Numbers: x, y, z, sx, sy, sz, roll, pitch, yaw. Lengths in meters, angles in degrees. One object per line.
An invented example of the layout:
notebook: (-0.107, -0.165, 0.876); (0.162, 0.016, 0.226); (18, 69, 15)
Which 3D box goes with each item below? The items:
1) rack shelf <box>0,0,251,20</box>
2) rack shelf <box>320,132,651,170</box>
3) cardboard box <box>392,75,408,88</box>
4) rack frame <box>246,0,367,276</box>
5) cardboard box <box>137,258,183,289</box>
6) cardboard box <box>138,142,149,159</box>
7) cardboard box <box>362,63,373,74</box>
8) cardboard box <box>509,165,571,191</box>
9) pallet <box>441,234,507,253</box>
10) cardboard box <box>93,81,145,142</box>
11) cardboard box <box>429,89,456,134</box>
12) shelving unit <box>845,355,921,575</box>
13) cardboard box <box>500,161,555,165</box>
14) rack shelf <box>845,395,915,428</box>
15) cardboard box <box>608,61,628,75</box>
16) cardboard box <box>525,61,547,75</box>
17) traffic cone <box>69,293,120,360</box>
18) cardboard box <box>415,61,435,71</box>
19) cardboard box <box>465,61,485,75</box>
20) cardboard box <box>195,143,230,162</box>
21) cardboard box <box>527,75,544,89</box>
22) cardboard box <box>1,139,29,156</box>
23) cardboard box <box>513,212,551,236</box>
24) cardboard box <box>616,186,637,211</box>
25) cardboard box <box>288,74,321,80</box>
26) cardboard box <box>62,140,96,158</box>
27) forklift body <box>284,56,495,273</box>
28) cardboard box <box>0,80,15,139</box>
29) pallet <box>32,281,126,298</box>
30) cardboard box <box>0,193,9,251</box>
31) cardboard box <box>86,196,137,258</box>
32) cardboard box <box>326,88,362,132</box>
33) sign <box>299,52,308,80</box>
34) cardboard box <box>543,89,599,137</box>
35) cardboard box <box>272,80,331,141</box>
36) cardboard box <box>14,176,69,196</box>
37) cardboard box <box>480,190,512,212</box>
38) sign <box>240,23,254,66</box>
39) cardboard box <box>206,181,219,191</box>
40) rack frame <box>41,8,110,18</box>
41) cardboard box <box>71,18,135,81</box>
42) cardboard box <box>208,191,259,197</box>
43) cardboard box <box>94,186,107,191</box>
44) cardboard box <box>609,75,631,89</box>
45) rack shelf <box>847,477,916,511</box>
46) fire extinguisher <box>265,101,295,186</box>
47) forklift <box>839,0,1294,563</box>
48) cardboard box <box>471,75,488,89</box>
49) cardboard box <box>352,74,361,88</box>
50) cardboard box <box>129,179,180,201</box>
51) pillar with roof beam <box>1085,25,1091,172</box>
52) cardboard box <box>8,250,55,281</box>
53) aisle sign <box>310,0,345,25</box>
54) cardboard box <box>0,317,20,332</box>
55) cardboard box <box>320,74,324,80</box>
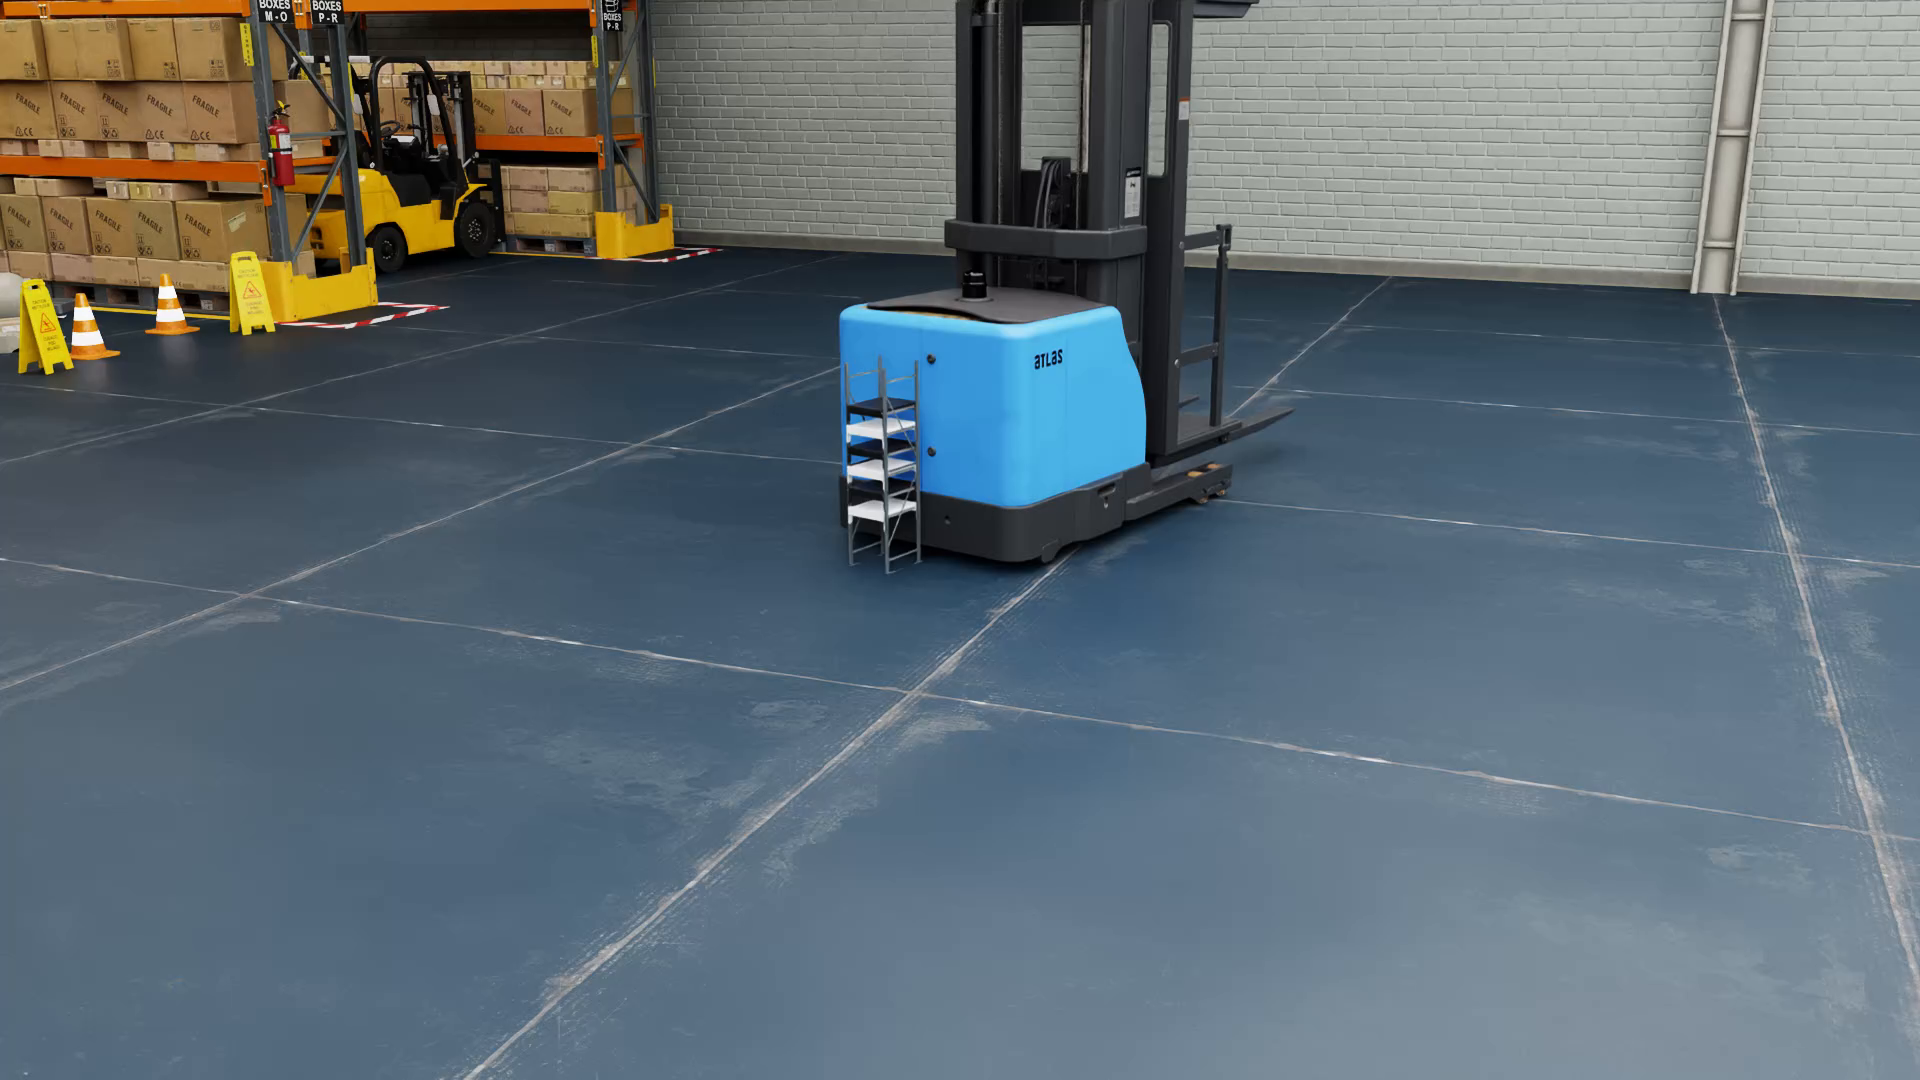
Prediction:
rack shelf: (-7.385, -4.727, 14.485); (4.000, 0.370, 1.077); (6, 17, 21)
rack shelf: (-5.567, -4.574, 19.339); (4.000, 0.370, 1.077); (6, 17, 21)
cardboard box: (-6.288, -5.265, 19.088); (0.250, 0.149, 0.380); (6, 17, 20)
rack frame: (-5.524, -3.427, 14.098); (0.127, 3.000, 1.000); (6, 17, 21)
cardboard box: (-6.854, -2.376, 14.657); (0.500, 0.250, 0.500); (6, 17, 21)
cardboard box: (-6.895, -3.399, 14.453); (0.250, 0.149, 0.380); (7, 17, 21)
cardboard box: (-6.723, -5.490, 19.327); (0.250, 0.149, 0.380); (6, 17, 20)
cardboard box: (-4.727, -4.093, 18.777); (0.500, 0.250, 0.500); (7, 17, 22)
pallet: (-5.564, -3.568, 19.586); (1.213, 0.211, 1.003); (6, 17, 21)
cardboard box: (-7.059, -3.706, 14.347); (0.500, 0.500, 0.500); (6, 17, 20)
cardboard box: (-5.688, -4.901, 18.997); (0.500, 0.500, 0.500); (6, 17, 21)
shelving unit: (-0.330, -0.324, 7.176); (0.210, 0.900, 0.258); (12, 20, 35)
cardboard box: (-5.012, -4.278, 19.416); (0.500, 0.250, 0.500); (6, 17, 20)
rack shelf: (-0.331, -0.551, 7.109); (0.200, 0.077, 0.258); (12, 20, 35)
cardboard box: (-3.941, -5.307, 18.697); (0.250, 0.149, 0.380); (6, 17, 20)
cardboard box: (-4.611, -5.236, 18.453); (0.250, 0.149, 0.380); (7, 17, 22)
traffic cone: (-6.489, -1.595, 12.339); (0.334, 0.463, 0.336); (6, 17, 21)
cardboard box: (-6.012, -5.405, 19.037); (0.250, 0.149, 0.380); (6, 17, 20)
cardboard box: (-5.341, -5.304, 18.686); (0.250, 0.149, 0.380); (7, 17, 22)
cardboard box: (-6.227, -3.286, 14.064); (0.250, 0.149, 0.380); (6, 17, 20)
cardboard box: (-4.599, -5.098, 18.511); (0.250, 0.149, 0.380); (7, 17, 22)
cardboard box: (-8.340, -3.534, 14.917); (0.250, 0.149, 0.380); (7, 18, 22)
cardboard box: (-4.719, -3.615, 18.925); (0.500, 0.250, 0.500); (6, 17, 21)
cardboard box: (-4.068, -3.938, 19.140); (0.500, 0.250, 0.500); (7, 17, 22)
cardboard box: (-7.827, -5.461, 19.761); (0.250, 0.149, 0.380); (7, 18, 23)
cardboard box: (-7.639, -3.448, 14.622); (0.250, 0.149, 0.380); (6, 17, 20)
forklift body: (-6.140, -4.028, 17.690); (1.214, 2.155, 2.313); (6, 17, 21)
cardboard box: (-8.463, -3.864, 14.892); (0.500, 0.500, 0.500); (6, 17, 20)
pallet: (-8.608, -2.437, 15.691); (1.213, 0.211, 1.003); (6, 17, 21)
cardboard box: (-8.796, -2.947, 15.278); (0.500, 0.500, 0.500); (7, 18, 23)
cardboard box: (-7.319, -2.789, 14.732); (0.500, 0.500, 0.500); (6, 17, 19)
cardboard box: (-7.111, -5.059, 19.539); (0.500, 0.500, 0.500); (6, 17, 19)
sign: (-7.618, -5.500, 19.304); (0.005, 0.325, 0.100); (6, 17, 21)
cardboard box: (-4.261, -4.745, 18.458); (0.500, 0.500, 0.500); (6, 17, 19)
cardboard box: (-5.863, -3.738, 14.457); (0.500, 0.500, 0.500); (6, 17, 20)
cardboard box: (-8.223, -3.178, 14.911); (0.250, 0.149, 0.380); (7, 18, 23)
cardboard box: (-5.225, -3.906, 19.030); (0.500, 0.250, 0.500); (6, 17, 19)
sign: (-5.747, -3.993, 13.404); (0.005, 0.325, 0.100); (6, 17, 21)
cardboard box: (-9.336, -4.393, 20.933); (0.625, 0.625, 0.875); (6, 17, 18)
rack frame: (-11.149, -5.533, 21.352); (0.127, 3.000, 1.000); (6, 17, 21)
cardboard box: (-7.060, -4.173, 14.161); (0.500, 0.500, 0.700); (6, 17, 20)
cardboard box: (-6.684, -2.877, 15.038); (0.500, 0.500, 0.500); (6, 17, 19)
cardboard box: (-8.123, -3.035, 15.581); (0.500, 0.500, 0.500); (7, 17, 22)
cardboard box: (-3.927, -5.176, 18.780); (0.250, 0.149, 0.380); (6, 17, 19)
rack shelf: (-0.330, -0.206, 7.210); (0.200, 0.077, 0.258); (12, 20, 35)
fire extinguisher: (-5.587, -3.259, 13.657); (0.183, 0.674, 0.296); (6, 17, 21)
forklift: (0.729, -1.658, 8.127); (1.130, 2.935, 3.031); (12, 20, 35)
cardboard box: (-5.334, -5.162, 18.731); (0.250, 0.149, 0.380); (6, 17, 21)
cardboard box: (-6.986, -5.356, 19.401); (0.250, 0.149, 0.380); (7, 17, 22)
cardboard box: (-6.964, -3.041, 14.438); (0.250, 0.149, 0.380); (7, 17, 22)
pillar with roof beam: (-0.022, -6.170, 12.788); (0.400, 9.000, 9.100); (6, 17, 21)
cardboard box: (-8.295, -2.535, 15.205); (0.500, 0.250, 0.500); (7, 18, 24)
aisle sign: (-5.353, -4.749, 13.990); (0.004, 0.787, 0.394); (6, 17, 21)
cardboard box: (-7.484, -1.668, 13.152); (0.380, 0.149, 0.250); (-12, 20, -37)
cardboard box: (-7.676, -5.575, 20.154); (0.250, 0.149, 0.380); (6, 17, 19)
